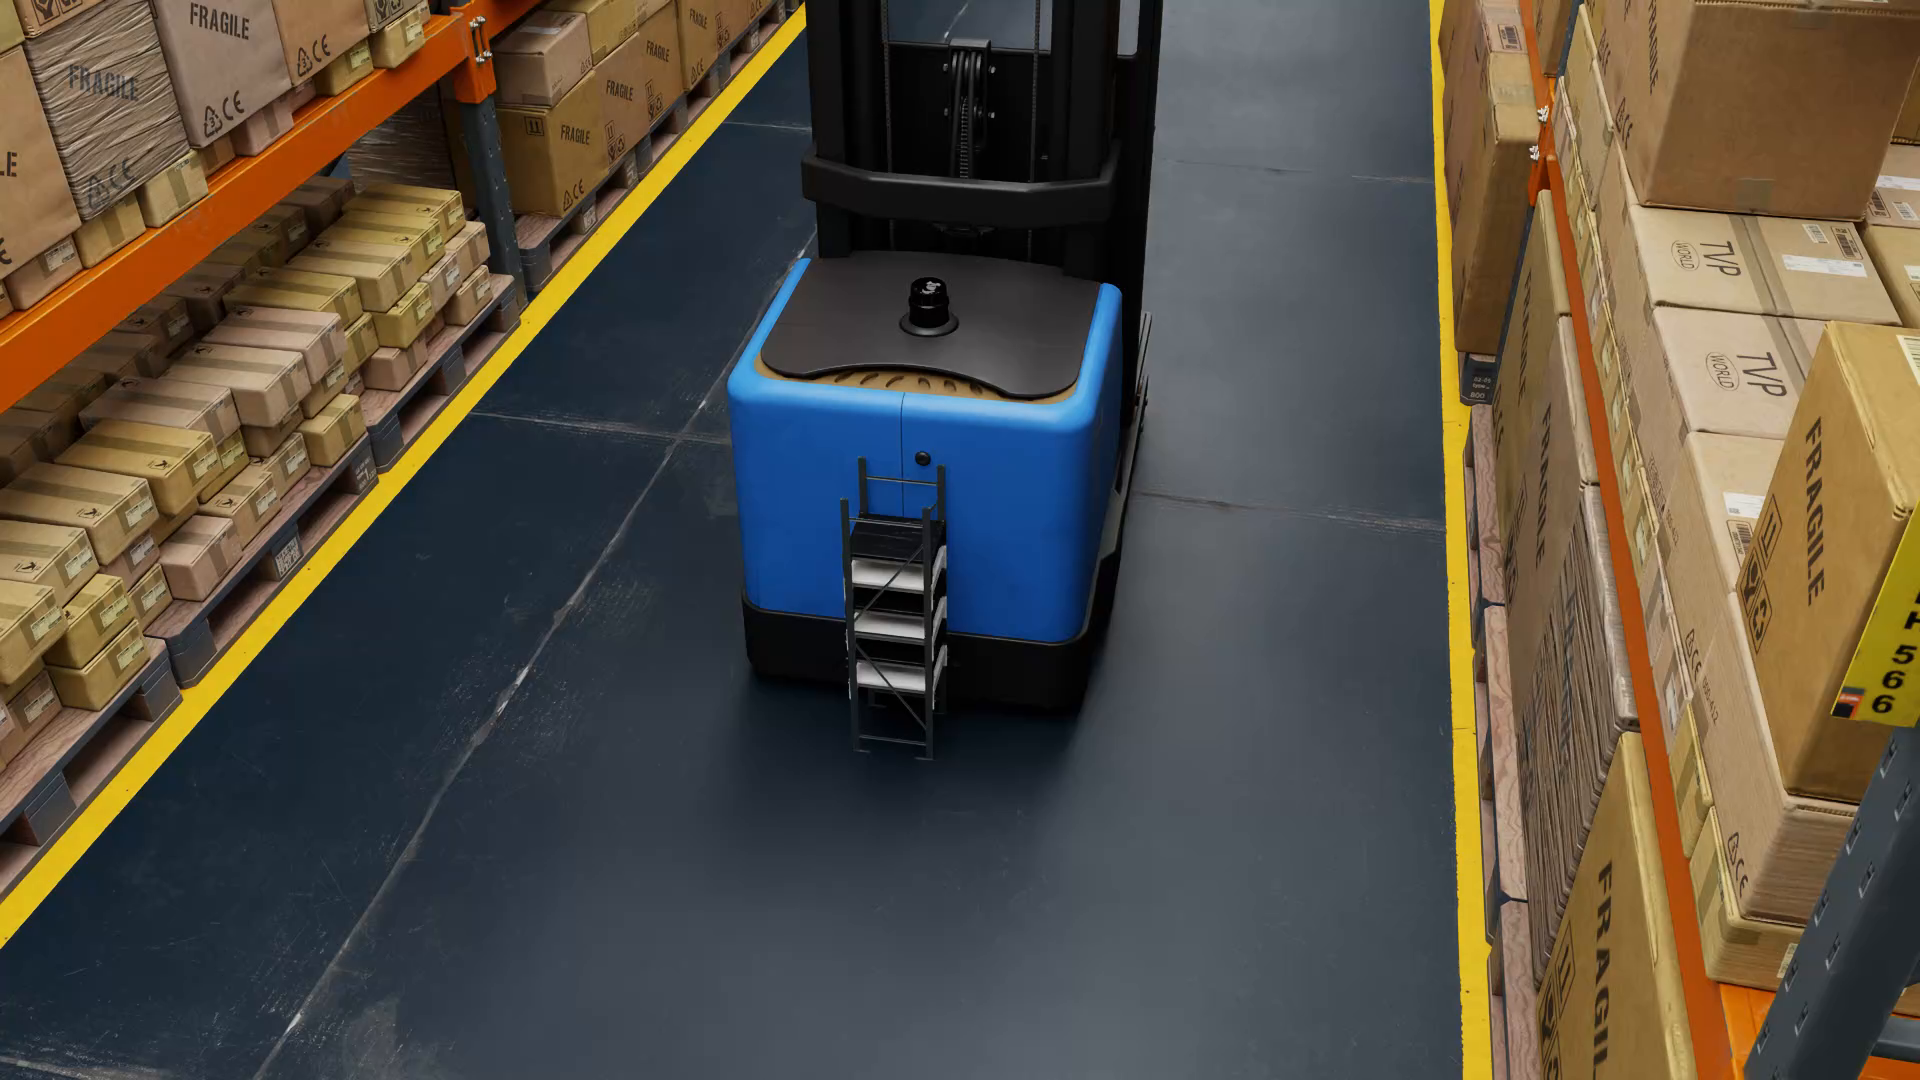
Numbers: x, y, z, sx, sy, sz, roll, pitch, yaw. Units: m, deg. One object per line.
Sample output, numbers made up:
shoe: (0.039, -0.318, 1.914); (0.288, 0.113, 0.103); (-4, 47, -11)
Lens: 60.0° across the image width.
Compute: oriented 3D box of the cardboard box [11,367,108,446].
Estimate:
cardboard box: (-2.986, -0.439, 5.365); (0.380, 0.149, 0.250); (7, 37, 10)

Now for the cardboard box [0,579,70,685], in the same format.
cardboard box: (-2.641, 0.230, 4.441); (0.380, 0.149, 0.250); (7, 37, 10)

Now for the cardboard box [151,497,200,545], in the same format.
cardboard box: (-2.621, -0.118, 5.174); (0.380, 0.149, 0.250); (9, 37, 12)

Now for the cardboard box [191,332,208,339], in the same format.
cardboard box: (-2.785, -0.761, 6.061); (0.380, 0.149, 0.250); (6, 36, 8)

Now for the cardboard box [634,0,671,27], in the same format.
cardboard box: (-1.710, -2.697, 8.048); (0.500, 0.250, 0.500); (9, 37, 12)

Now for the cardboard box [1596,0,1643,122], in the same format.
cardboard box: (2.008, -1.407, 4.370); (0.500, 0.500, 0.500); (7, 37, 10)

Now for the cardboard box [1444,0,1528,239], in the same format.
cardboard box: (2.780, -1.759, 7.074); (1.225, 0.875, 0.875); (6, 36, 8)

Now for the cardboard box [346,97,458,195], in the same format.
cardboard box: (-2.439, -1.861, 7.534); (0.500, 0.500, 0.500); (7, 36, 9)

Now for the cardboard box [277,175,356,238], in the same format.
cardboard box: (-2.627, -1.332, 6.597); (0.380, 0.149, 0.250); (9, 37, 12)

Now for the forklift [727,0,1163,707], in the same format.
forklift: (0.113, -1.550, 5.391); (1.130, 2.935, 3.031); (6, 36, 8)

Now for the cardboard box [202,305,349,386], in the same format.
cardboard box: (-2.334, -0.666, 5.678); (0.380, 0.149, 0.250); (6, 36, 8)

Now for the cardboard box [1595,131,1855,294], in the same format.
cardboard box: (1.900, -0.808, 4.184); (0.500, 0.250, 0.500); (8, 37, 11)

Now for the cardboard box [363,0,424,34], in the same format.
cardboard box: (-2.178, -2.095, 5.746); (0.500, 0.500, 0.500); (7, 37, 10)

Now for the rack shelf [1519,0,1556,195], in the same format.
rack shelf: (2.900, -2.423, 7.150); (1.077, 0.370, 4.000); (7, 37, 10)

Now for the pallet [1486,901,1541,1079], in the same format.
pallet: (1.713, 1.387, 3.657); (1.003, 0.211, 1.213); (7, 37, 10)

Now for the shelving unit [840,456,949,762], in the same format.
shelving unit: (-0.177, 0.210, 4.694); (0.258, 0.900, 0.210); (6, 36, 8)

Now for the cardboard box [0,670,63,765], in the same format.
cardboard box: (-2.758, 0.467, 4.622); (0.380, 0.149, 0.250); (8, 37, 10)

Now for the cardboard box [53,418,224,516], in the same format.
cardboard box: (-2.500, -0.225, 5.069); (0.380, 0.149, 0.250); (8, 37, 11)

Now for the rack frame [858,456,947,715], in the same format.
rack frame: (-0.159, 0.151, 4.775); (0.240, 0.900, 0.006); (6, 36, 8)

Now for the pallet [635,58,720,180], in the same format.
pallet: (-1.928, -2.266, 8.697); (1.003, 0.211, 1.213); (7, 37, 10)

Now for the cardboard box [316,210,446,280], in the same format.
cardboard box: (-2.189, -1.116, 6.298); (0.380, 0.149, 0.250); (8, 37, 11)

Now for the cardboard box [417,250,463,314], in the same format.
cardboard box: (-2.153, -1.006, 6.400); (0.380, 0.149, 0.250); (6, 36, 8)

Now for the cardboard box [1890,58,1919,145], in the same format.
cardboard box: (2.525, -1.347, 4.288); (0.500, 0.500, 0.500); (8, 37, 10)

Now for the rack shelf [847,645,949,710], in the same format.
rack shelf: (-0.177, 0.382, 4.819); (0.258, 0.077, 0.200); (6, 36, 8)

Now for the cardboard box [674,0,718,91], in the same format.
cardboard box: (-1.593, -2.686, 8.672); (0.500, 0.500, 0.500); (6, 36, 8)

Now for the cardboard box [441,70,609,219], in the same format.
cardboard box: (-1.934, -1.795, 7.443); (0.500, 0.500, 0.500); (9, 37, 12)

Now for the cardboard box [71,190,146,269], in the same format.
cardboard box: (-2.533, -0.898, 4.646); (0.380, 0.149, 0.250); (9, 37, 12)

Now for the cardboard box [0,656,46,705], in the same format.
cardboard box: (-2.763, 0.340, 4.542); (0.380, 0.149, 0.250); (8, 37, 11)

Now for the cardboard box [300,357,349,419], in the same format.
cardboard box: (-2.378, -0.570, 5.799); (0.380, 0.149, 0.250); (8, 37, 11)

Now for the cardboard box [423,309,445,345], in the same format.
cardboard box: (-2.239, -0.857, 6.448); (0.380, 0.149, 0.250); (8, 37, 11)

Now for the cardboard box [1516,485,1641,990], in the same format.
cardboard box: (1.871, 0.517, 3.933); (0.875, 0.875, 0.875); (7, 37, 10)

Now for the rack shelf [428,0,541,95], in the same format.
rack shelf: (-1.924, -3.102, 8.088); (1.077, 0.370, 4.000); (7, 37, 10)

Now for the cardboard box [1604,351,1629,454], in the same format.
cardboard box: (1.700, -0.294, 3.814); (0.380, 0.149, 0.250); (8, 37, 11)

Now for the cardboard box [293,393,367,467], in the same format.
cardboard box: (-2.323, -0.402, 5.820); (0.380, 0.149, 0.250); (7, 37, 10)

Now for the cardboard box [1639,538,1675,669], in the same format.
cardboard box: (1.536, 0.145, 3.207); (0.380, 0.149, 0.250); (8, 37, 11)

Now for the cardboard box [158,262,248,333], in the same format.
cardboard box: (-2.783, -0.878, 5.970); (0.380, 0.149, 0.250); (6, 36, 9)

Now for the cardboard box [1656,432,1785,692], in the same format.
cardboard box: (1.572, 0.064, 2.980); (0.500, 0.250, 0.500); (7, 36, 9)

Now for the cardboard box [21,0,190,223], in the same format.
cardboard box: (-2.530, -1.220, 4.538); (0.500, 0.500, 0.500); (6, 36, 9)

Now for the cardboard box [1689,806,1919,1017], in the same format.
cardboard box: (1.373, 0.582, 2.605); (0.380, 0.149, 0.250); (8, 37, 11)

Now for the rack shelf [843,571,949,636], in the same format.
rack shelf: (-0.177, 0.164, 4.661); (0.258, 0.077, 0.200); (6, 36, 8)

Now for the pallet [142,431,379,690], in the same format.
pallet: (-2.718, -0.027, 5.607); (1.003, 0.211, 1.213); (7, 37, 10)

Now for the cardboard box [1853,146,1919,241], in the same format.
cardboard box: (2.418, -0.752, 4.105); (0.500, 0.250, 0.500); (8, 37, 11)

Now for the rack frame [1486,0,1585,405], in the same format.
rack frame: (2.473, -1.567, 5.357); (1.000, 3.000, 0.127); (7, 37, 10)

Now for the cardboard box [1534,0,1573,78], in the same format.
cardboard box: (2.306, -1.910, 5.744); (0.500, 0.500, 0.500); (7, 37, 10)

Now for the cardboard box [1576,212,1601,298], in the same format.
cardboard box: (1.864, -0.738, 4.427); (0.380, 0.149, 0.250); (7, 36, 9)

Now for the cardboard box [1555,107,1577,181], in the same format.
cardboard box: (2.029, -1.187, 5.046); (0.380, 0.149, 0.250); (6, 36, 8)

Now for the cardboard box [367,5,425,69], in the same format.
cardboard box: (-2.132, -1.791, 5.879); (0.380, 0.149, 0.250); (6, 36, 9)

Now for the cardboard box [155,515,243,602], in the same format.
cardboard box: (-2.497, 0.044, 5.205); (0.380, 0.149, 0.250); (6, 36, 8)

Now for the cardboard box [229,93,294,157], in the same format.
cardboard box: (-2.355, -1.341, 5.258); (0.380, 0.149, 0.250); (6, 36, 8)
